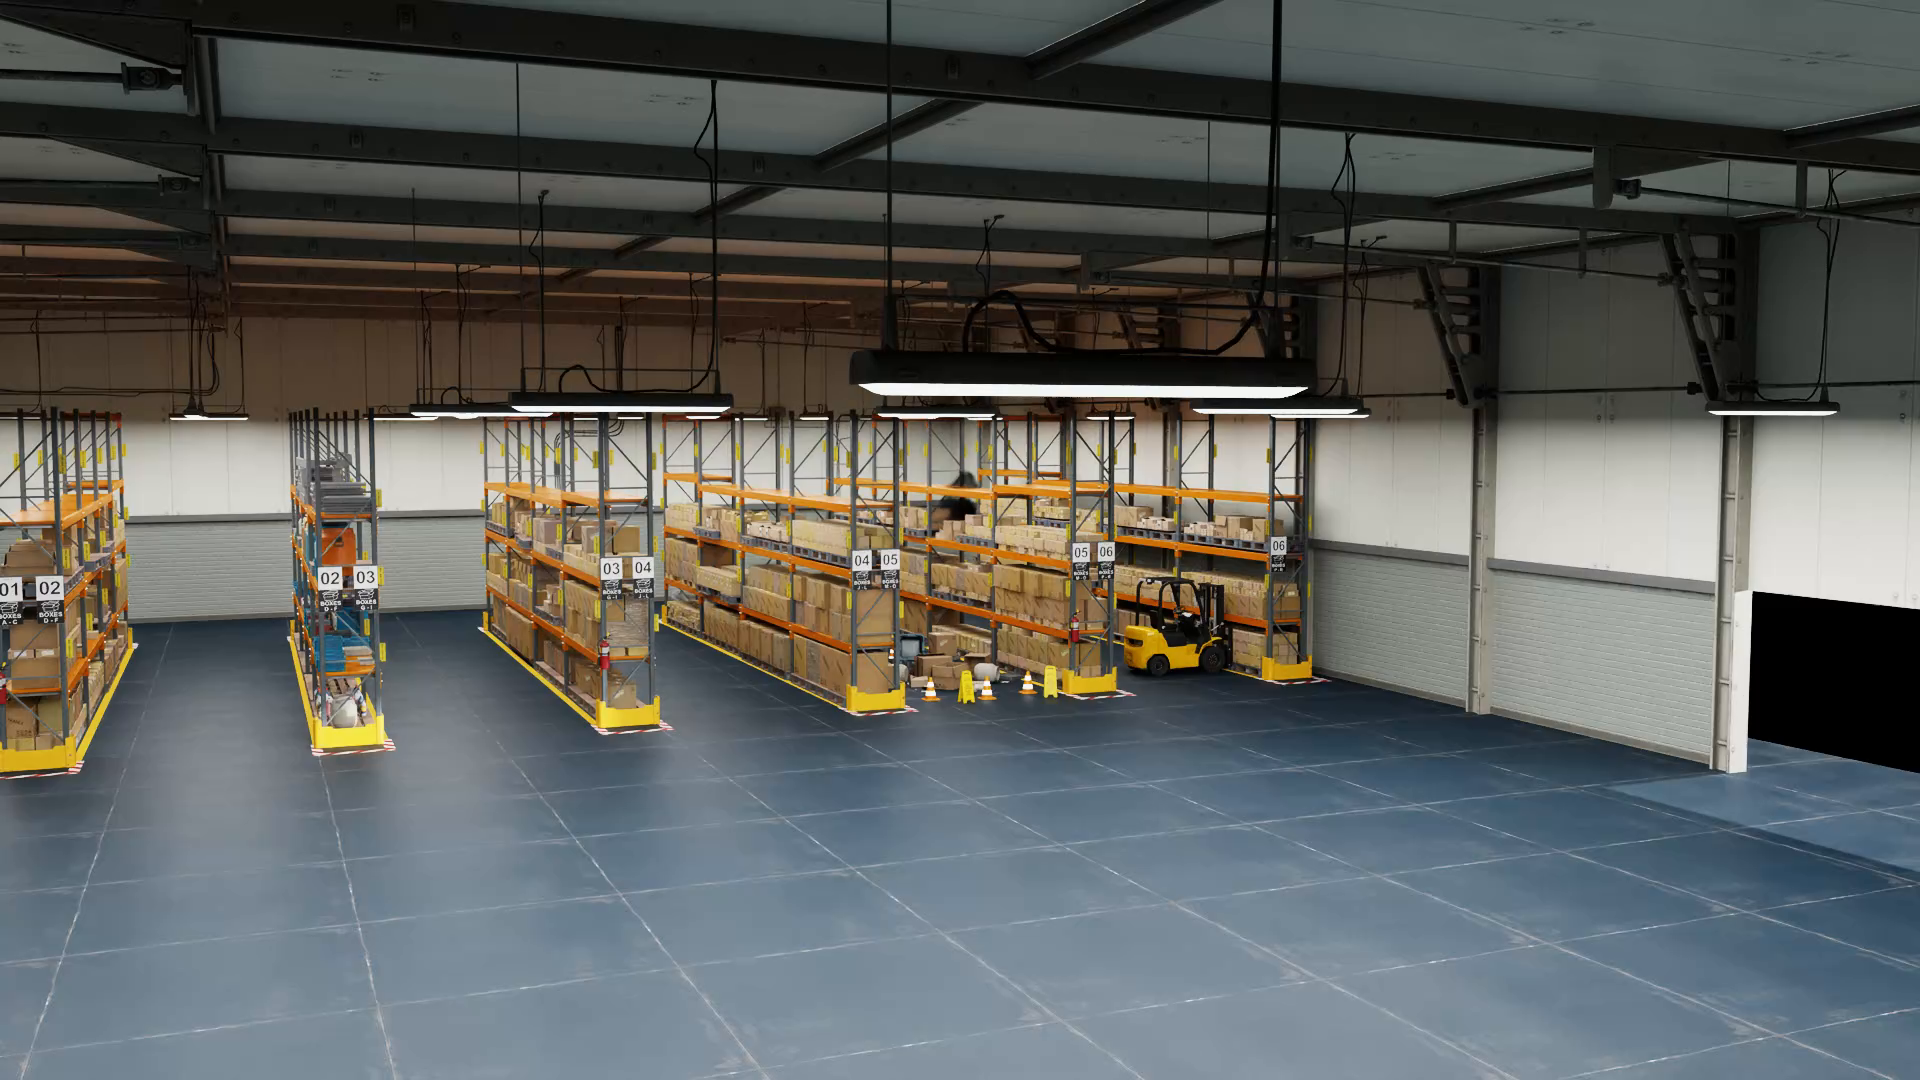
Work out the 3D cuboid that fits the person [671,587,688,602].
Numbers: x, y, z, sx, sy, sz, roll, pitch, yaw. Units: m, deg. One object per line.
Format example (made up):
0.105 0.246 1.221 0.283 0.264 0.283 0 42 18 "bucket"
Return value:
-8.306 1.356 49.326 0.799 1.841 0.666 -2 4 -23 "person"
